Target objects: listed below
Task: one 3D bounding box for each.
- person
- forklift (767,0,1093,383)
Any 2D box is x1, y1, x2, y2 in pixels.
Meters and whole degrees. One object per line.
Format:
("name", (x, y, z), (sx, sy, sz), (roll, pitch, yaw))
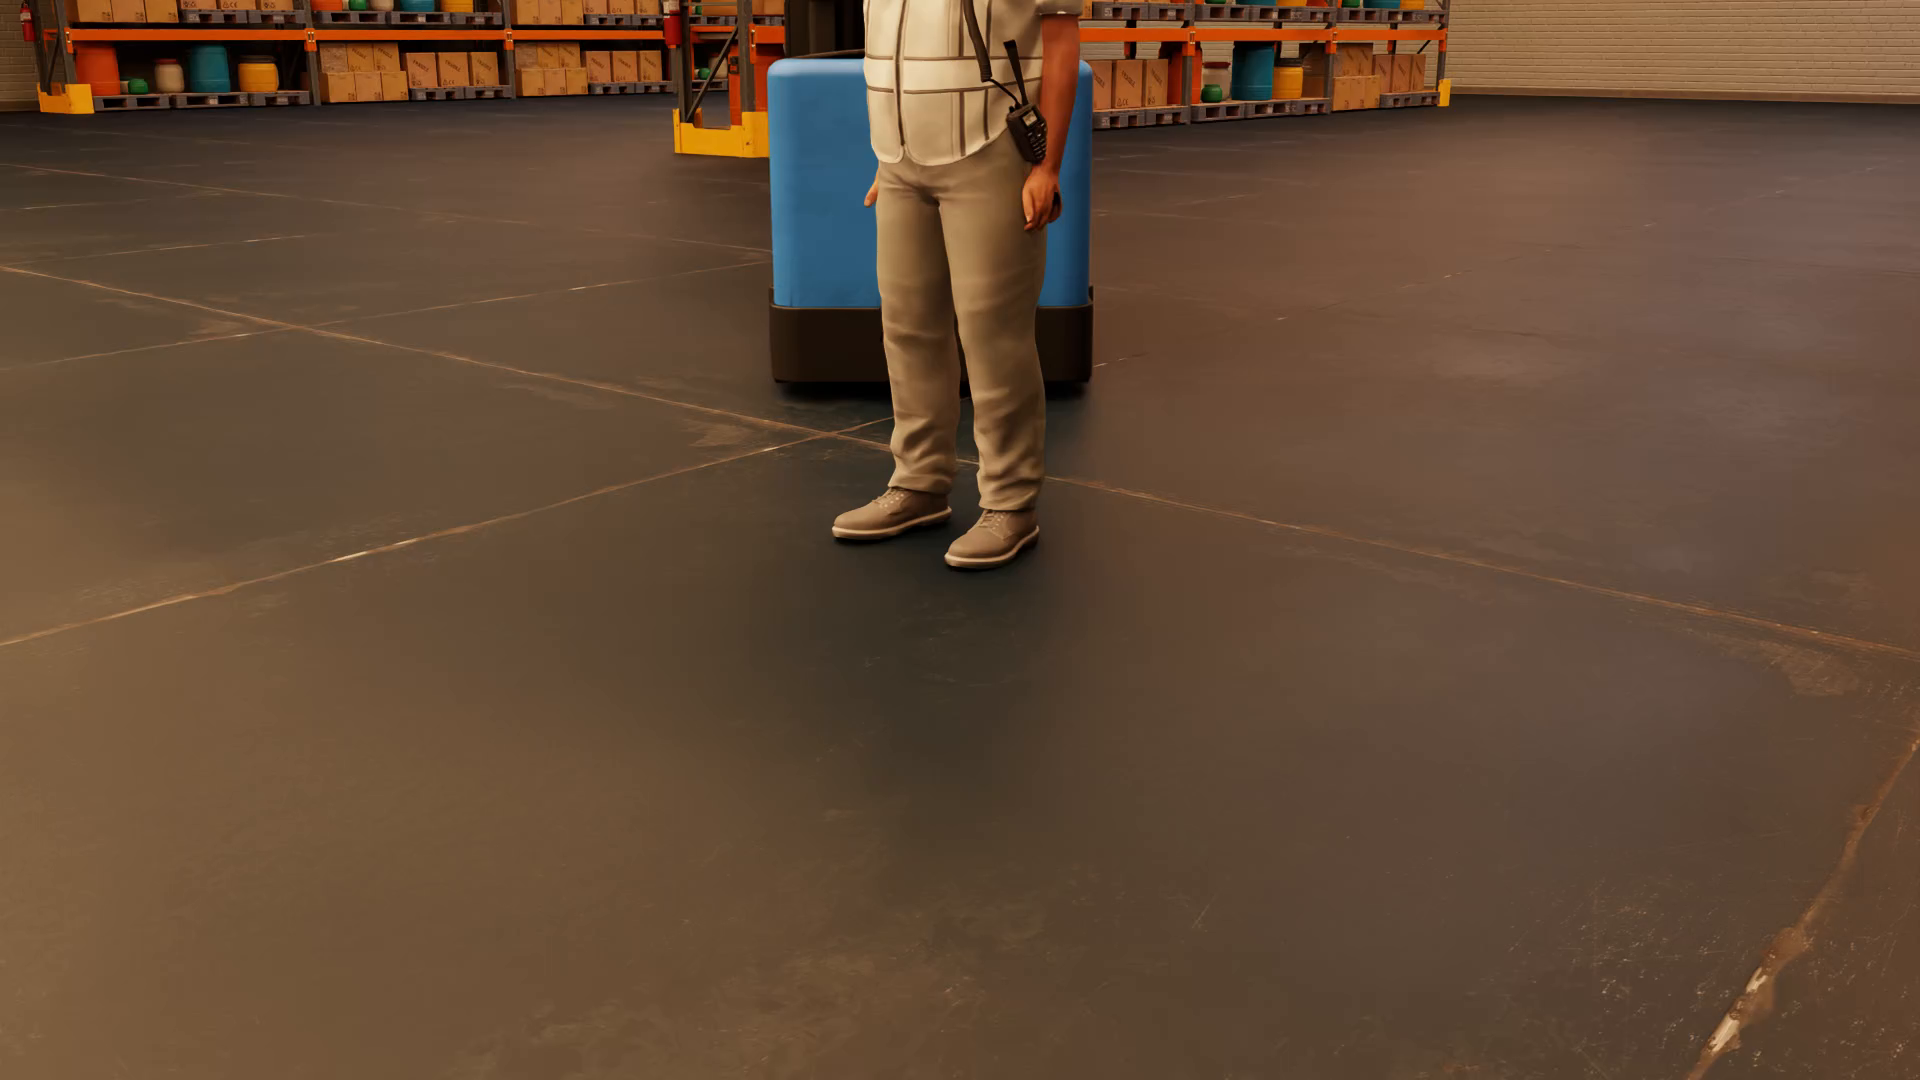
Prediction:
("person", (0.001, -0.845, 3.677), (0.526, 1.776, 0.407), (13, 21, 37))
("forklift", (-0.120, -2.284, 6.421), (1.130, 2.935, 3.031), (0, 17, -1))
